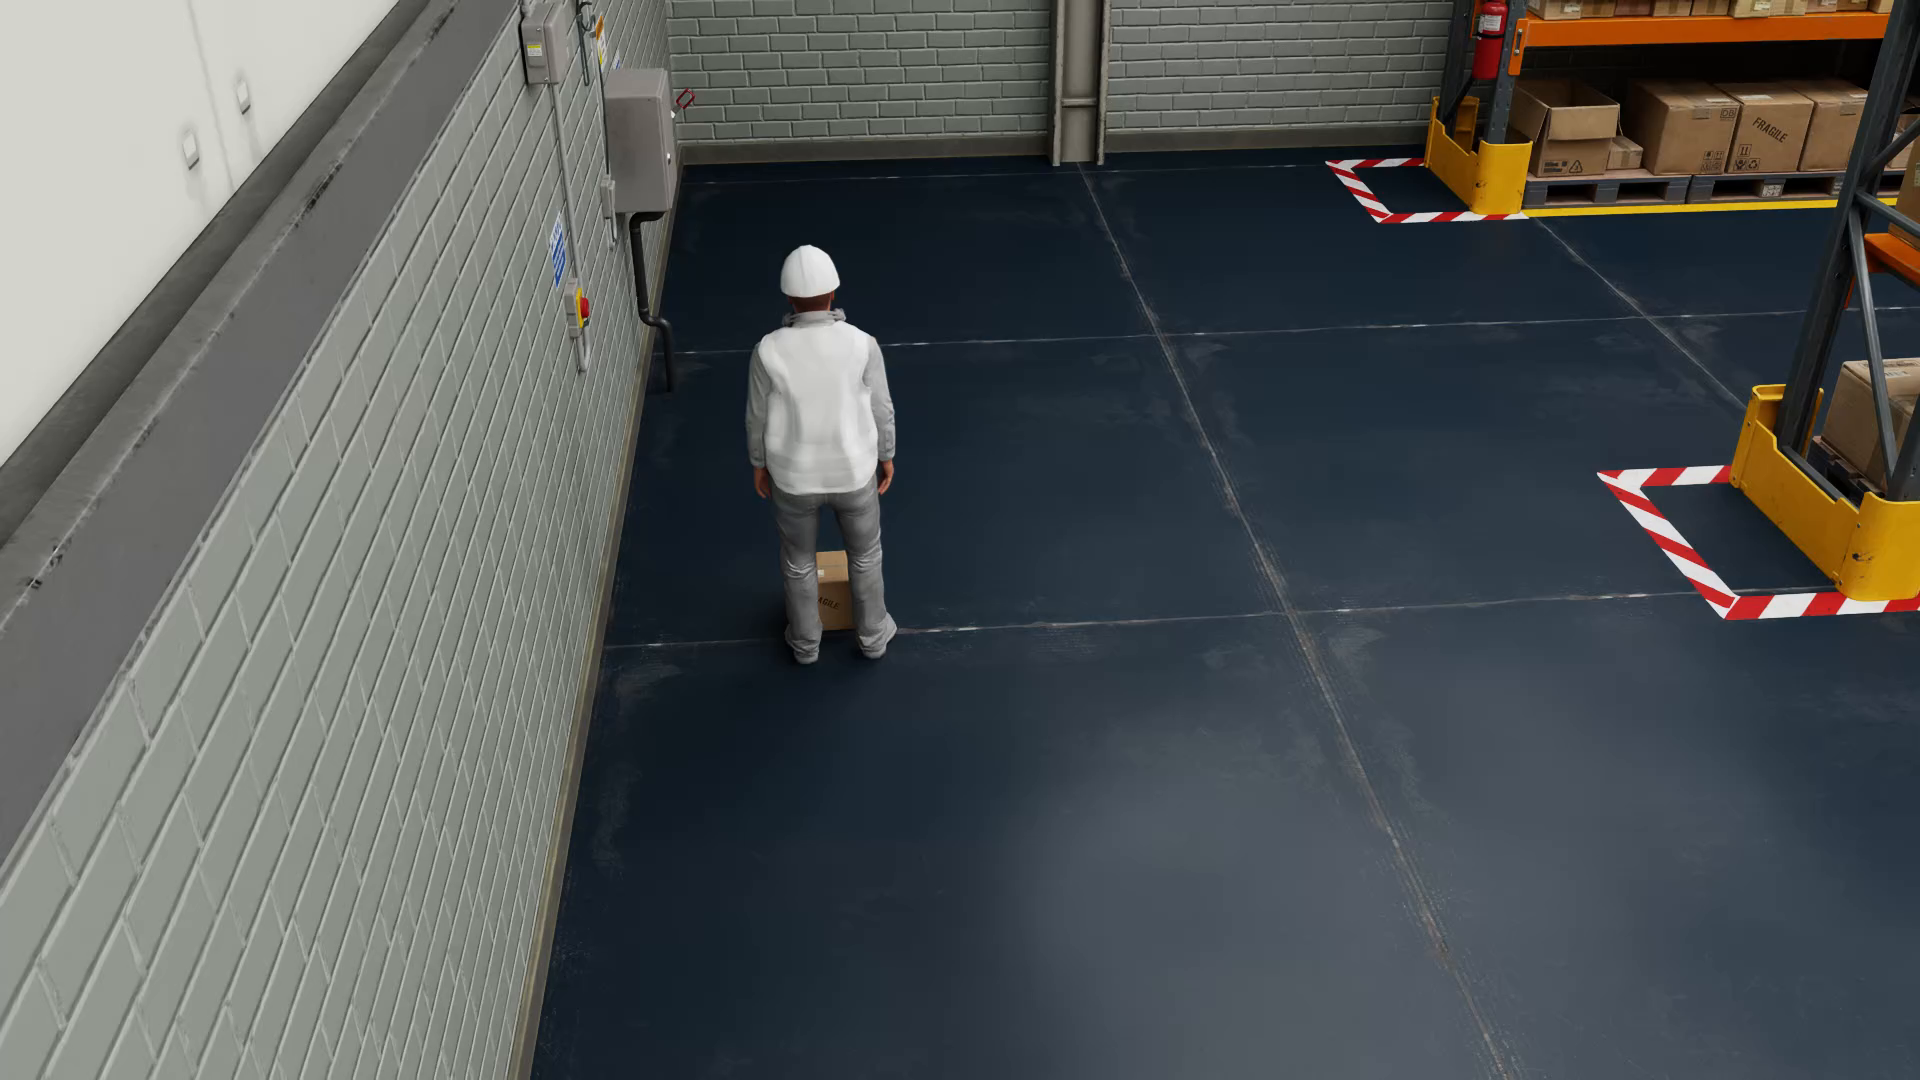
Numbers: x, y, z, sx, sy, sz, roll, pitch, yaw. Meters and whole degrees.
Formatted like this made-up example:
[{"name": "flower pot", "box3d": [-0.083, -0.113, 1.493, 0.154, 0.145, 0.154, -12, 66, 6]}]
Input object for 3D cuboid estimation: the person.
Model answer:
[{"name": "person", "box3d": [-0.544, -0.302, 6.611, 0.581, 1.771, 0.464, -3, 31, -5]}]
